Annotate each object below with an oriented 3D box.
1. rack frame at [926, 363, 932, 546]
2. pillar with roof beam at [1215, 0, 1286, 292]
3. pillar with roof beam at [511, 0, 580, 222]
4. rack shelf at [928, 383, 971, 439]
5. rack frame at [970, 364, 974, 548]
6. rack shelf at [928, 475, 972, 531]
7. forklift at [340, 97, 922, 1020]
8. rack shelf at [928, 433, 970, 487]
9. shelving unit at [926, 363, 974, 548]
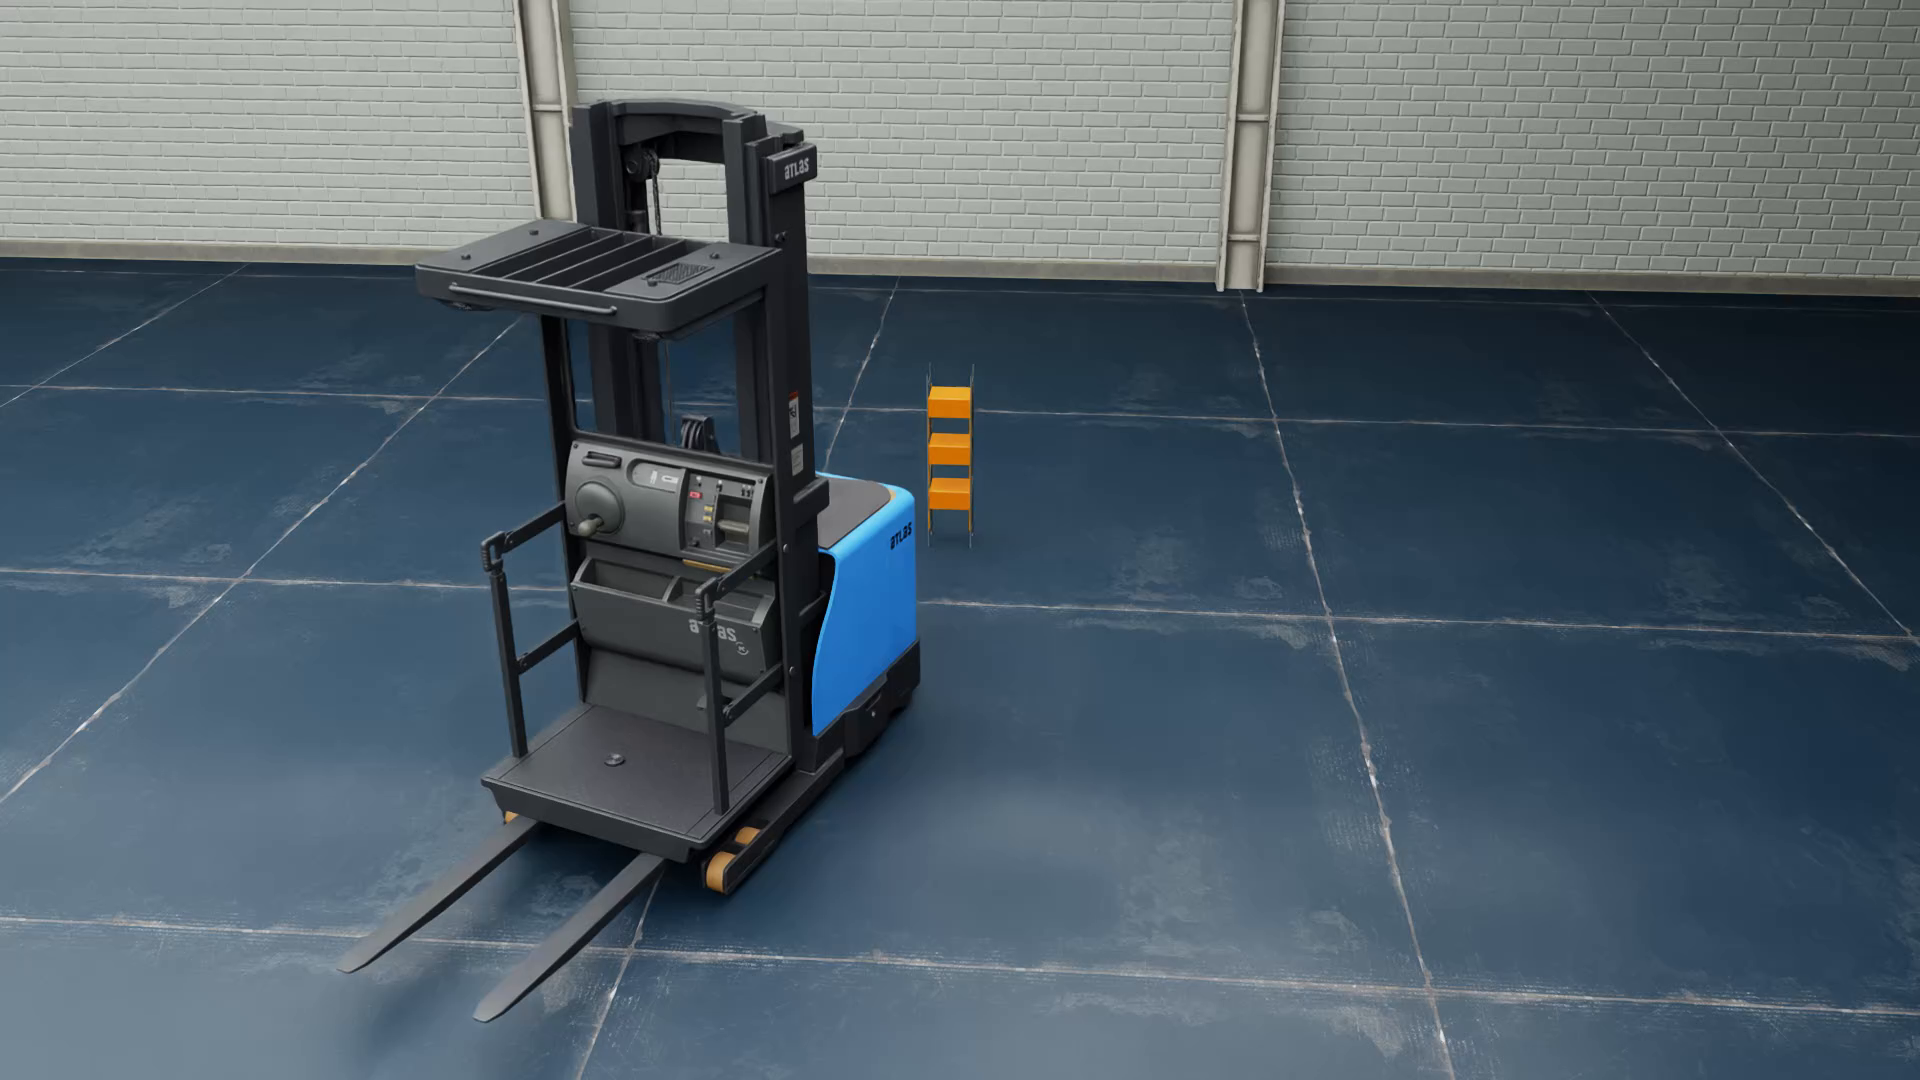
[{"bbox_3d":[-0.175,-0.483,9.543,0.008,1.050,0.200,2,25,4],"label":"rack frame"},{"bbox_3d":[2.116,-4.515,8.797,0.400,9.000,9.100,2,25,4],"label":"pillar with roof beam"},{"bbox_3d":[-3.866,-4.707,9.214,0.400,9.000,9.100,2,25,4],"label":"pillar with roof beam"},{"bbox_3d":[-0.053,-0.727,9.420,0.240,0.259,0.215,2,25,4],"label":"rack shelf"},{"bbox_3d":[0.068,-0.475,9.526,0.008,1.050,0.200,2,25,4],"label":"rack frame"},{"bbox_3d":[-0.053,-0.217,9.655,0.240,0.259,0.215,2,25,4],"label":"rack shelf"},{"bbox_3d":[-1.268,-0.127,6.521,1.130,2.935,3.031,11,27,23],"label":"forklift"},{"bbox_3d":[-0.053,-0.469,9.539,0.240,0.259,0.215,2,25,4],"label":"rack shelf"},{"bbox_3d":[-0.053,-0.479,9.534,0.252,1.050,0.215,2,25,4],"label":"shelving unit"}]
